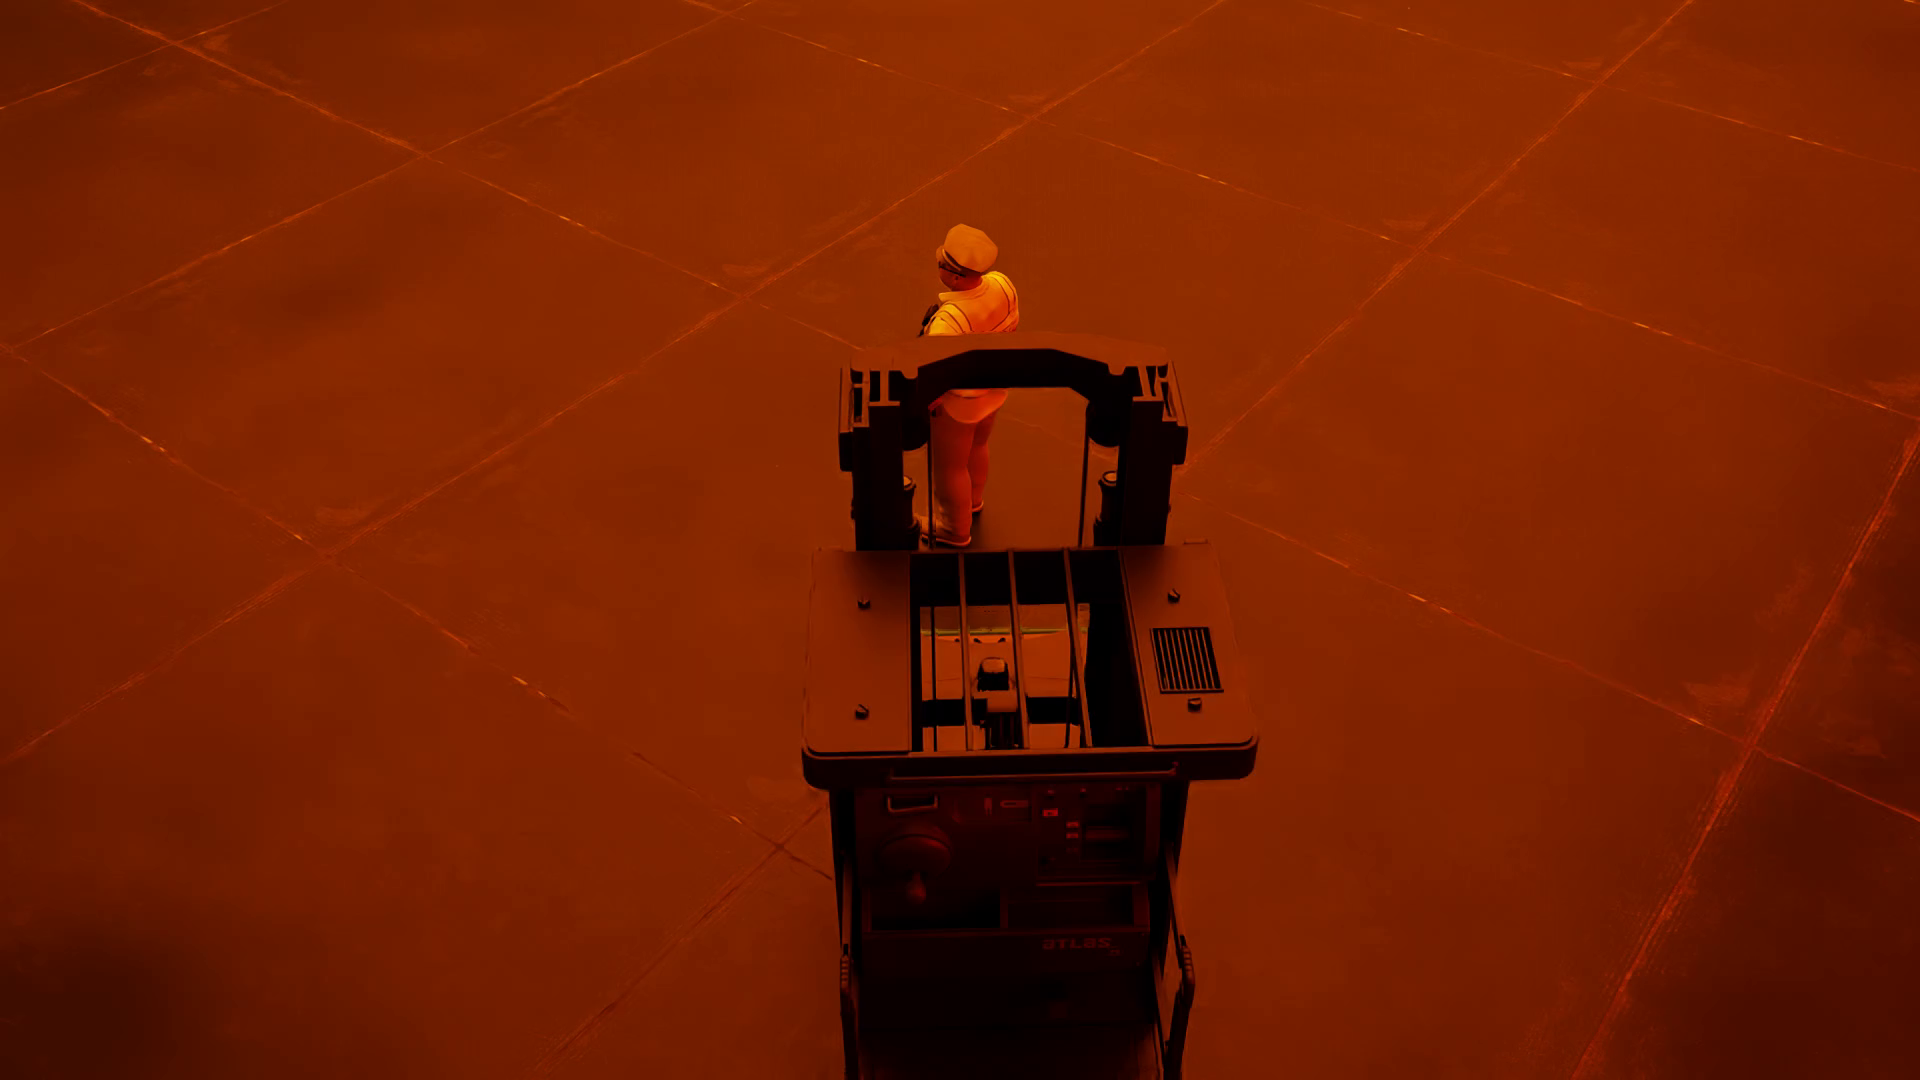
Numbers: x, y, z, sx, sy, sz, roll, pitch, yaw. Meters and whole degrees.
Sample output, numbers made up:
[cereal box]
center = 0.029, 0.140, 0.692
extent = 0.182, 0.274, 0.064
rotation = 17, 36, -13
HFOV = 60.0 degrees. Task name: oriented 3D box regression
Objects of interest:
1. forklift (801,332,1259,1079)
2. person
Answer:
[forklift]
center = 0.155, 0.985, 4.919
extent = 1.130, 2.935, 3.031
rotation = -1, 40, -1
[person]
center = -0.055, -0.721, 7.793
extent = 0.574, 1.780, 0.641
rotation = 26, 47, 28
